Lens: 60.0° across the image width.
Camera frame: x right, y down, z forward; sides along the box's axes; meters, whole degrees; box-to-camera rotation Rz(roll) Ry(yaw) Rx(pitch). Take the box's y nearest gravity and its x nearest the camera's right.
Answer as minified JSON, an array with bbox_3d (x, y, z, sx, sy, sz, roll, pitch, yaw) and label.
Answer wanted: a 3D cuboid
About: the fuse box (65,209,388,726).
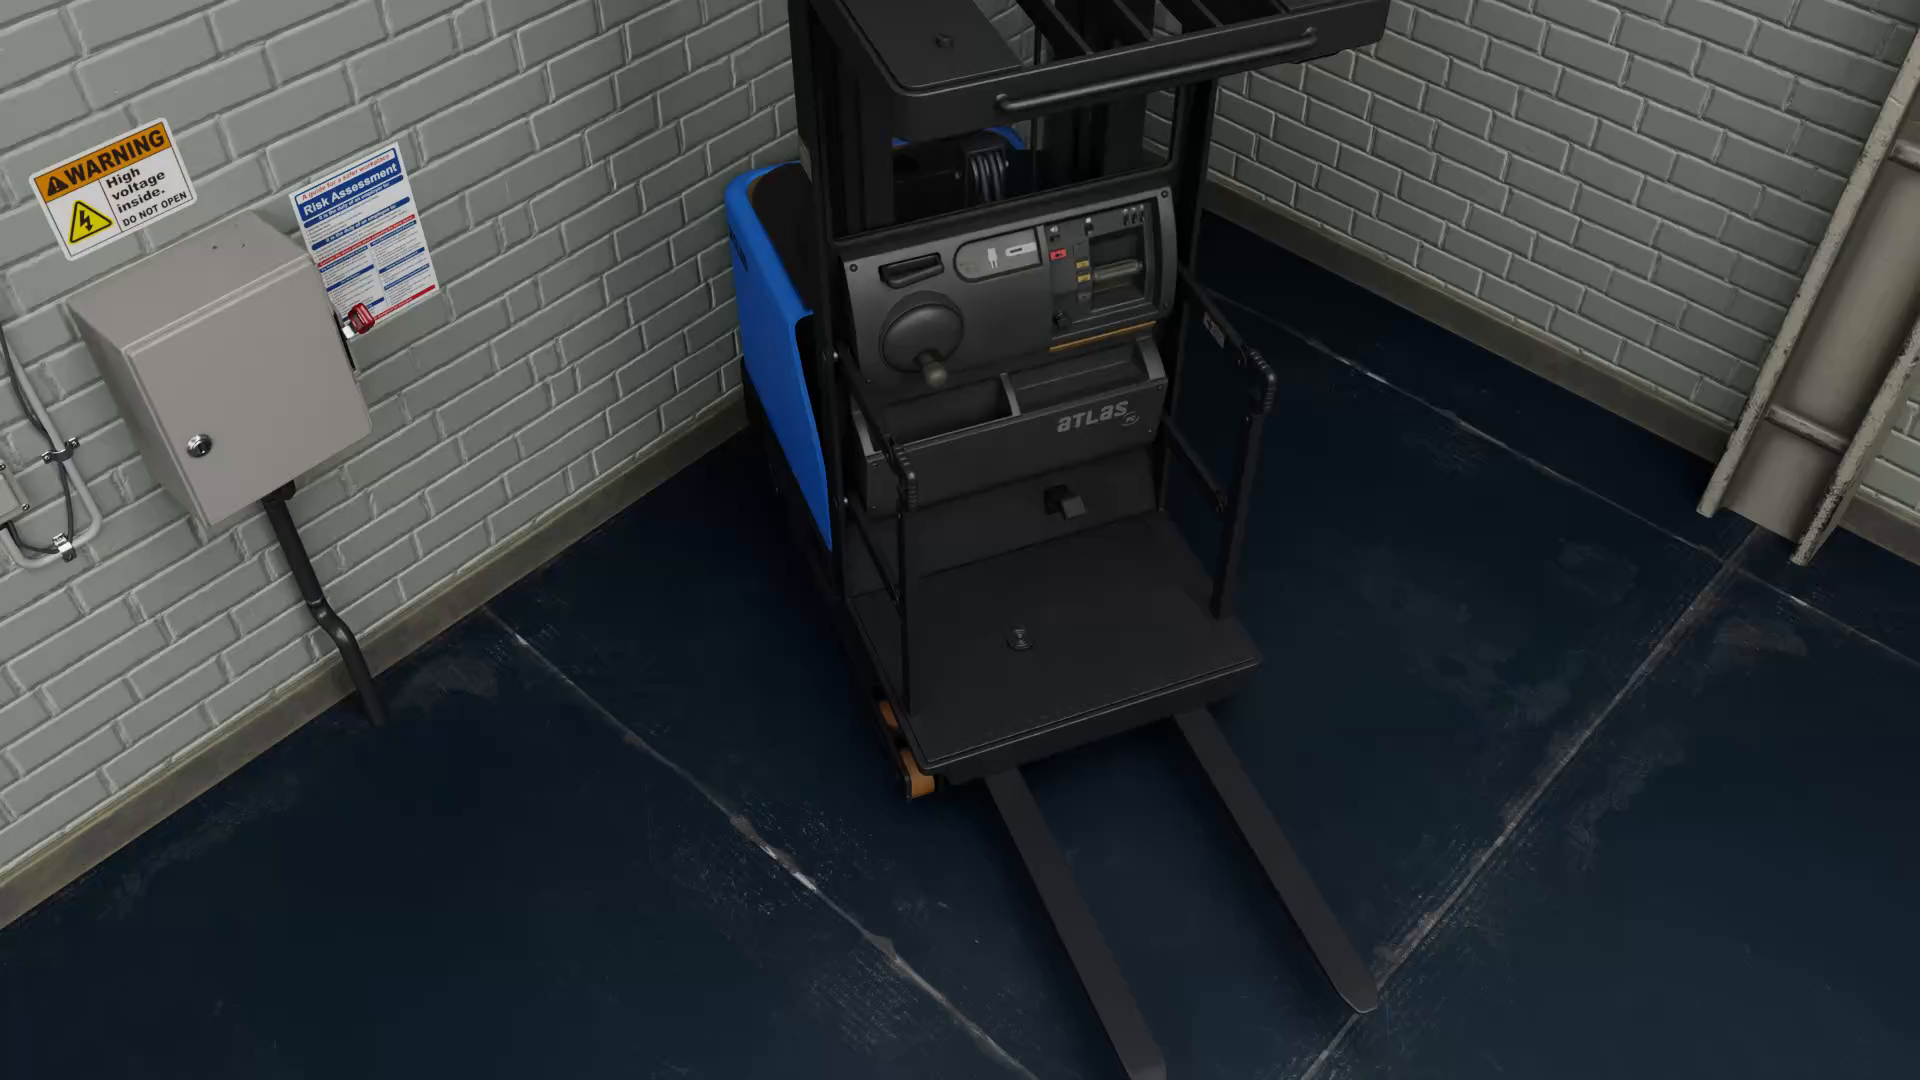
[{"bbox_3d":[-1.788,-0.026,4.600,0.414,1.711,0.539,34,55,28],"label":"fuse box"}]

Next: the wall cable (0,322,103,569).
[{"bbox_3d":[-2.366,-0.527,3.490,0.122,1.984,0.588,34,55,28],"label":"wall cable"}]

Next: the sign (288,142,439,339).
[{"bbox_3d":[-1.605,-0.801,4.510,0.001,0.494,0.329,34,55,28],"label":"sign"}]

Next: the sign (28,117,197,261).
[{"bbox_3d":[-1.978,-0.822,3.898,0.001,0.242,0.339,34,55,28],"label":"sign"}]

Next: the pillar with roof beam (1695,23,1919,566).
[{"bbox_3d":[-0.086,-0.862,0.387,0.400,9.000,9.100,34,55,28],"label":"pillar with roof beam"}]

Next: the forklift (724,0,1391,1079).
[{"bbox_3d":[0.227,-0.580,4.284,1.130,2.935,3.031,-16,49,-14],"label":"forklift"}]

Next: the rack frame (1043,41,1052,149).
[{"bbox_3d":[0.381,-1.211,5.815,0.032,1.500,0.500,17,45,17],"label":"rack frame"}]

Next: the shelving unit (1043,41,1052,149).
[{"bbox_3d":[-0.091,-1.360,5.966,1.083,1.500,0.587,17,45,17],"label":"shelving unit"}]
